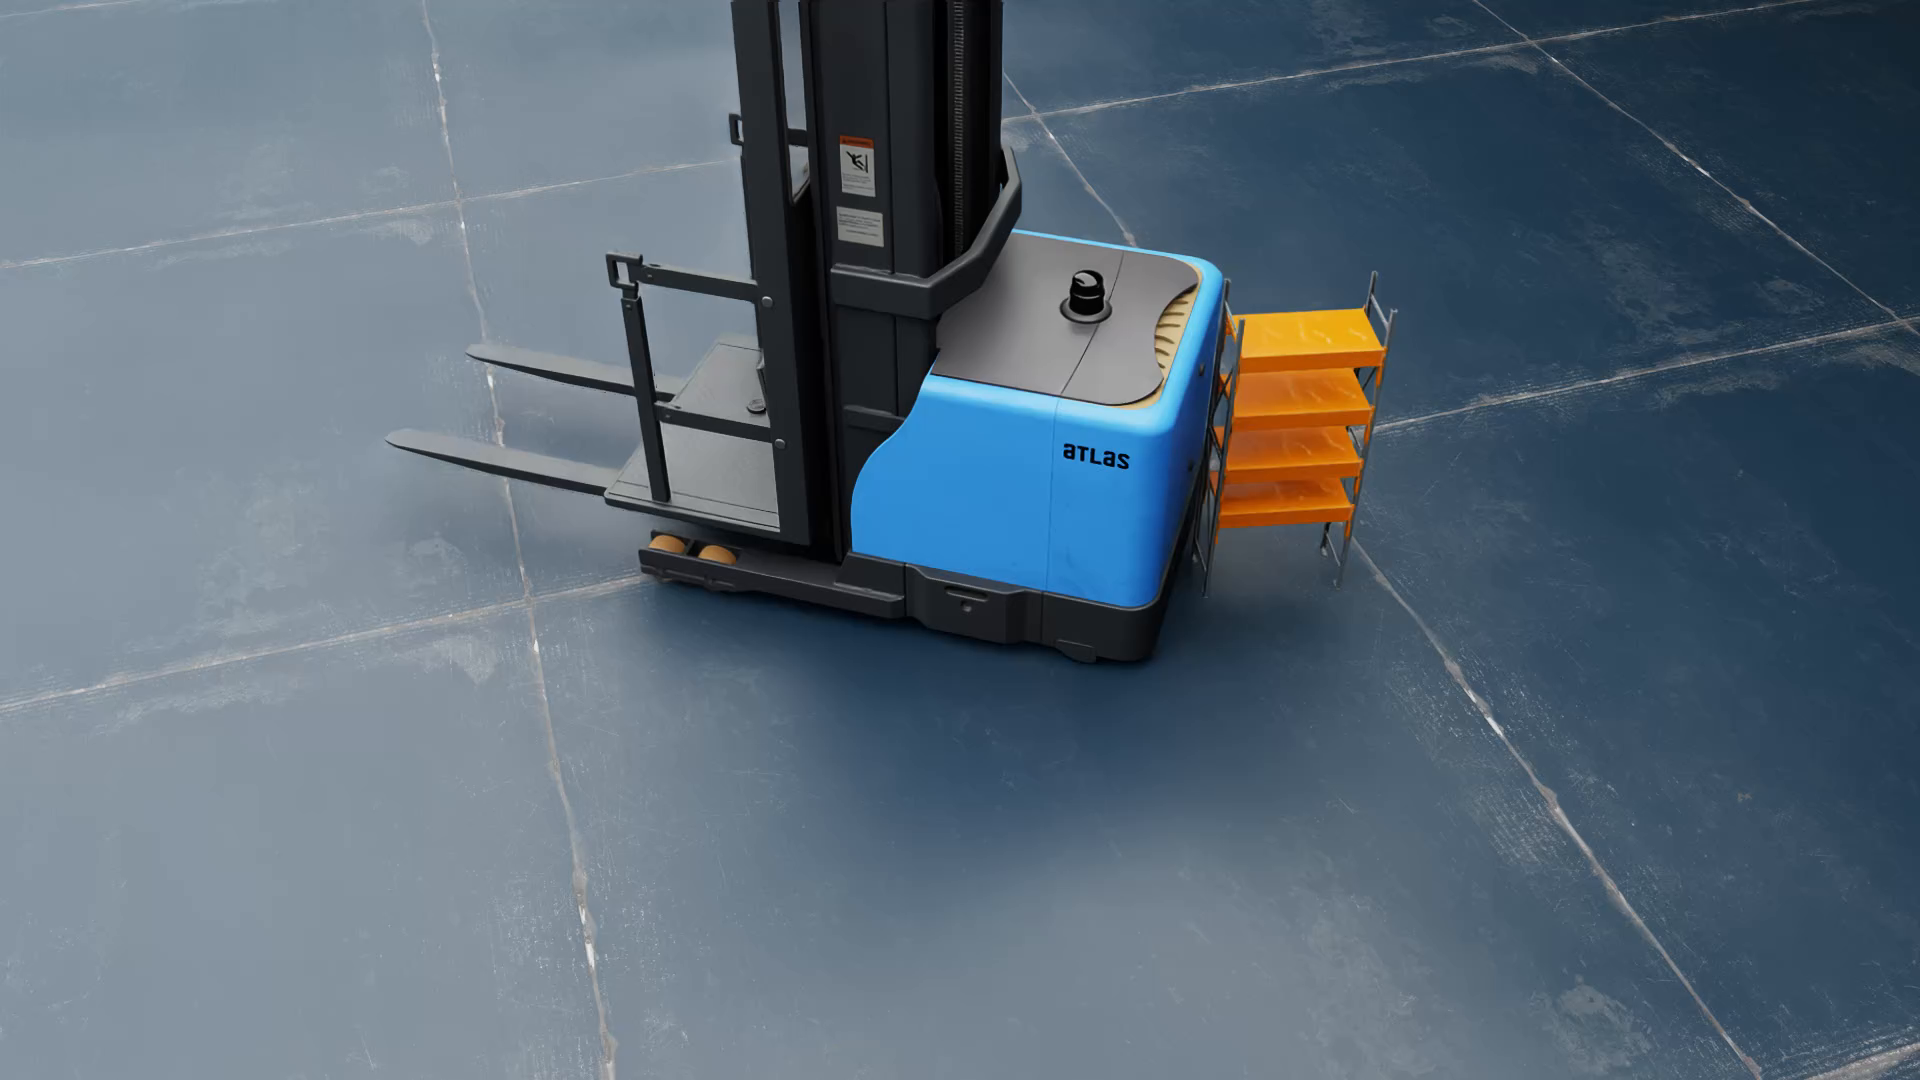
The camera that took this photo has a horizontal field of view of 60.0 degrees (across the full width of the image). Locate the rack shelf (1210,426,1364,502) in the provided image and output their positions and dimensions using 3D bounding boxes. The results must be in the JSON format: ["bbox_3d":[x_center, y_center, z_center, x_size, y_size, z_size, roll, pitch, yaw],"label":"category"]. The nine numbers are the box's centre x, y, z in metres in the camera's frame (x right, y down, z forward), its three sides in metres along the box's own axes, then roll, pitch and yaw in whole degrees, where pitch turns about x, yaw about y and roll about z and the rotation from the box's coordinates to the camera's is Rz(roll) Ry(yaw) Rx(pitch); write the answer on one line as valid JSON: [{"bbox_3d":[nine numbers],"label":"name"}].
[{"bbox_3d":[1.121,-0.281,5.762,0.480,0.148,0.258,-3,41,-4],"label":"rack shelf"}]

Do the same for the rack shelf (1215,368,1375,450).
[{"bbox_3d":[1.121,-0.450,5.615,0.480,0.148,0.258,-3,41,-4],"label":"rack shelf"}]

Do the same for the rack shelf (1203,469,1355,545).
[{"bbox_3d":[1.121,-0.132,5.893,0.480,0.148,0.258,-3,41,-4],"label":"rack shelf"}]

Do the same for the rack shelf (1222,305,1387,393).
[{"bbox_3d":[1.121,-0.628,5.460,0.480,0.148,0.258,-3,41,-4],"label":"rack shelf"}]

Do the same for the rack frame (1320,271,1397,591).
[{"bbox_3d":[1.364,-0.346,5.735,0.015,1.200,0.240,-3,41,-4],"label":"rack frame"}]

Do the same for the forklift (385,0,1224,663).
[{"bbox_3d":[-0.655,-1.239,5.440,3.031,2.935,1.130,11,42,13],"label":"forklift"}]

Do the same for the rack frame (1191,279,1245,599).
[{"bbox_3d":[0.878,-0.318,5.702,0.015,1.200,0.240,-3,41,-4],"label":"rack frame"}]

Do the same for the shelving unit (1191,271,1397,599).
[{"bbox_3d":[1.121,-0.332,5.718,0.503,1.200,0.258,-3,41,-4],"label":"shelving unit"}]
